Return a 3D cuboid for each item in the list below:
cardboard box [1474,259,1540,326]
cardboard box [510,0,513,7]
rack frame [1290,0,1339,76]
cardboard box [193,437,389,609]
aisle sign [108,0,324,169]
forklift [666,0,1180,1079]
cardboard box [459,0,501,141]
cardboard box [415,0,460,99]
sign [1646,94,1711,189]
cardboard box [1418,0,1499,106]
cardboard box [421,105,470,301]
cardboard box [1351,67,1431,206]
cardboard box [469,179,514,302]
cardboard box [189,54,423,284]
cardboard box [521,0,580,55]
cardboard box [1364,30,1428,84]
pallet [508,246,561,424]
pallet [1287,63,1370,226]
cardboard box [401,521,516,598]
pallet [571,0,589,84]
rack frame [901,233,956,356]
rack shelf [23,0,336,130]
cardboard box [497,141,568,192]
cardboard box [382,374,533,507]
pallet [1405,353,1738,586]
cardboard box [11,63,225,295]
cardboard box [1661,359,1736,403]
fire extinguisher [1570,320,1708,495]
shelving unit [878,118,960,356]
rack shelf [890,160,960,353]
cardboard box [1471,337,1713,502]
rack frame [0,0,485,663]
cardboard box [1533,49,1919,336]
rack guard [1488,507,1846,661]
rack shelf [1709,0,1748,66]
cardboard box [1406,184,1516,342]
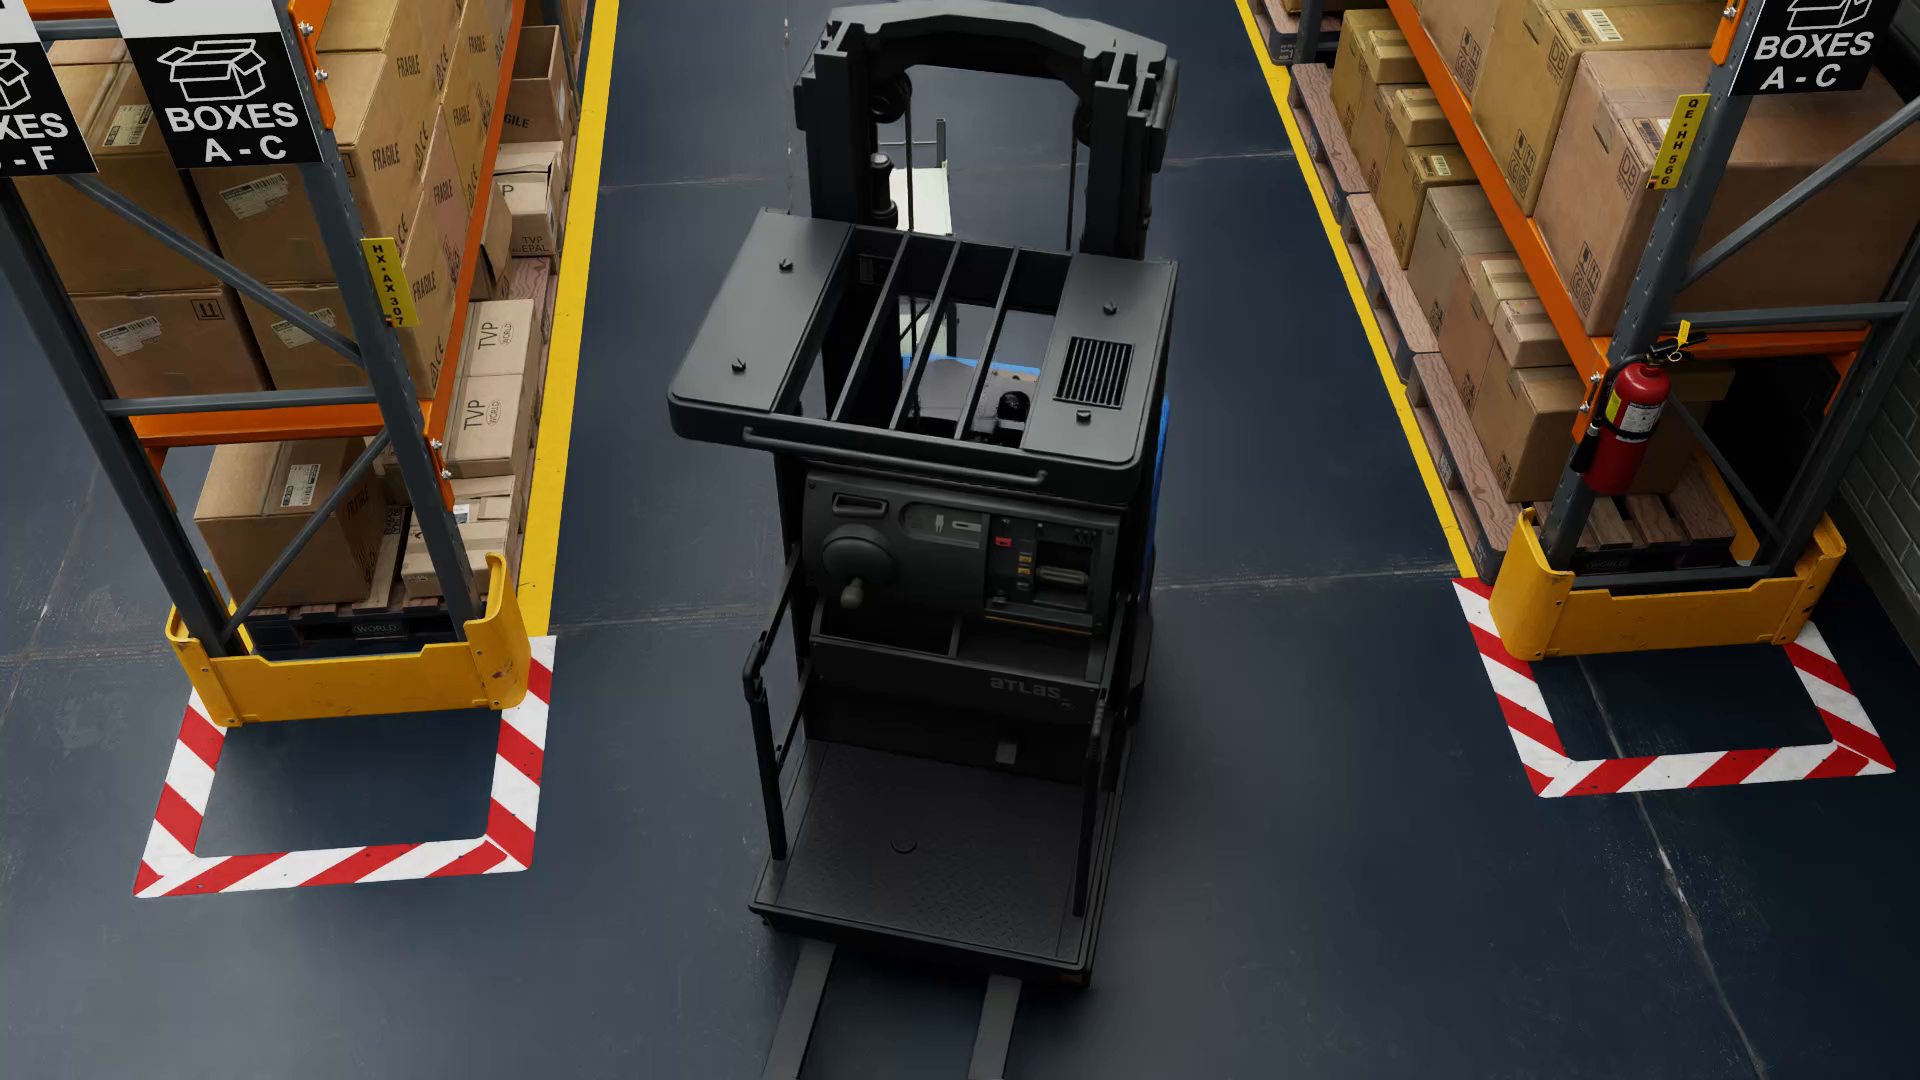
[{"bbox_3d":[2.326,-1.010,6.763,0.380,0.149,0.250,-2,47,-2],"label":"cardboard box"},{"bbox_3d":[-2.230,-2.641,7.253,0.500,0.500,0.500,-2,47,-2],"label":"cardboard box"},{"bbox_3d":[2.364,-3.629,8.258,1.000,3.000,0.127,-3,47,-3],"label":"rack frame"},{"bbox_3d":[-2.528,-0.102,6.336,0.500,0.500,0.500,-3,47,-3],"label":"cardboard box"},{"bbox_3d":[-1.939,-1.294,4.256,0.394,0.787,0.004,-3,47,-3],"label":"aisle sign"},{"bbox_3d":[-0.049,0.148,4.727,1.130,2.935,3.031,9,47,8],"label":"forklift"},{"bbox_3d":[-2.140,-1.901,6.552,0.500,0.500,0.500,-3,47,-3],"label":"cardboard box"},{"bbox_3d":[-2.100,-1.887,5.850,0.500,0.500,0.500,-3,47,-3],"label":"cardboard box"},{"bbox_3d":[2.157,-1.192,4.989,0.100,0.325,0.005,-3,47,-3],"label":"sign"},{"bbox_3d":[2.519,-2.285,6.778,0.980,0.700,0.700,-6,47,-5],"label":"cardboard box"},{"bbox_3d":[-2.060,-1.176,5.865,0.500,0.500,0.500,-4,47,-4],"label":"cardboard box"},{"bbox_3d":[2.363,-2.003,8.150,0.700,0.500,0.500,-4,47,-4],"label":"cardboard box"},{"bbox_3d":[-2.410,-1.260,7.430,0.797,0.503,0.637,-3,47,-3],"label":"cardboard box"},{"bbox_3d":[-2.012,-1.147,5.149,0.500,0.500,0.500,-2,47,-2],"label":"cardboard box"},{"bbox_3d":[-2.370,-2.982,9.064,0.500,0.500,0.500,-5,47,-5],"label":"cardboard box"},{"bbox_3d":[2.171,-2.331,8.014,0.380,0.149,0.250,-2,47,-2],"label":"cardboard box"},{"bbox_3d":[-2.411,-0.985,7.674,1.003,0.211,1.213,-3,47,-3],"label":"pallet"},{"bbox_3d":[2.349,-2.116,8.745,1.003,0.211,1.213,-3,47,-3],"label":"pallet"},{"bbox_3d":[-1.930,0.074,6.411,0.380,0.149,0.250,-3,47,-3],"label":"cardboard box"},{"bbox_3d":[-2.678,-2.953,9.538,1.003,0.211,1.213,-3,47,-3],"label":"pallet"},{"bbox_3d":[-0.214,-0.547,6.371,0.400,1.500,0.023,-2,47,-2],"label":"rack frame"},{"bbox_3d":[-2.405,-2.663,5.772,1.077,0.370,4.000,-3,47,-3],"label":"rack shelf"},{"bbox_3d":[-2.151,-1.834,8.218,0.380,0.149,0.250,-3,47,-3],"label":"cardboard box"},{"bbox_3d":[-2.042,-0.410,6.799,0.500,0.250,0.500,-3,47,-3],"label":"cardboard box"},{"bbox_3d":[2.554,-0.350,7.073,1.003,0.211,1.213,-3,47,-3],"label":"pallet"},{"bbox_3d":[-2.549,-1.115,5.119,0.500,0.500,0.500,-4,47,-4],"label":"cardboard box"},{"bbox_3d":[2.750,-0.665,6.436,0.380,0.149,0.250,-3,47,-3],"label":"cardboard box"},{"bbox_3d":[2.251,-0.443,5.551,0.296,0.674,0.183,-3,47,-3],"label":"fire extinguisher"},{"bbox_3d":[-0.235,-0.812,6.623,0.431,1.500,0.755,-2,47,-2],"label":"shelving unit"},{"bbox_3d":[-0.235,-1.081,6.339,0.431,0.370,0.720,-2,47,-2],"label":"rack shelf"},{"bbox_3d":[2.540,-0.521,6.746,0.700,0.500,0.500,-3,47,-3],"label":"cardboard box"},{"bbox_3d":[-2.237,-0.432,5.229,1.000,3.000,0.127,-3,47,-3],"label":"rack frame"},{"bbox_3d":[2.646,-1.207,5.757,0.980,0.700,0.700,-2,47,-1],"label":"cardboard box"},{"bbox_3d":[2.701,0.141,6.408,1.175,0.500,0.348,-3,47,-3],"label":"rack guard"},{"bbox_3d":[2.531,-2.967,6.060,1.077,0.370,4.000,-3,47,-3],"label":"rack shelf"},{"bbox_3d":[2.456,-1.247,7.434,0.700,0.500,0.500,-5,47,-5],"label":"cardboard box"}]
